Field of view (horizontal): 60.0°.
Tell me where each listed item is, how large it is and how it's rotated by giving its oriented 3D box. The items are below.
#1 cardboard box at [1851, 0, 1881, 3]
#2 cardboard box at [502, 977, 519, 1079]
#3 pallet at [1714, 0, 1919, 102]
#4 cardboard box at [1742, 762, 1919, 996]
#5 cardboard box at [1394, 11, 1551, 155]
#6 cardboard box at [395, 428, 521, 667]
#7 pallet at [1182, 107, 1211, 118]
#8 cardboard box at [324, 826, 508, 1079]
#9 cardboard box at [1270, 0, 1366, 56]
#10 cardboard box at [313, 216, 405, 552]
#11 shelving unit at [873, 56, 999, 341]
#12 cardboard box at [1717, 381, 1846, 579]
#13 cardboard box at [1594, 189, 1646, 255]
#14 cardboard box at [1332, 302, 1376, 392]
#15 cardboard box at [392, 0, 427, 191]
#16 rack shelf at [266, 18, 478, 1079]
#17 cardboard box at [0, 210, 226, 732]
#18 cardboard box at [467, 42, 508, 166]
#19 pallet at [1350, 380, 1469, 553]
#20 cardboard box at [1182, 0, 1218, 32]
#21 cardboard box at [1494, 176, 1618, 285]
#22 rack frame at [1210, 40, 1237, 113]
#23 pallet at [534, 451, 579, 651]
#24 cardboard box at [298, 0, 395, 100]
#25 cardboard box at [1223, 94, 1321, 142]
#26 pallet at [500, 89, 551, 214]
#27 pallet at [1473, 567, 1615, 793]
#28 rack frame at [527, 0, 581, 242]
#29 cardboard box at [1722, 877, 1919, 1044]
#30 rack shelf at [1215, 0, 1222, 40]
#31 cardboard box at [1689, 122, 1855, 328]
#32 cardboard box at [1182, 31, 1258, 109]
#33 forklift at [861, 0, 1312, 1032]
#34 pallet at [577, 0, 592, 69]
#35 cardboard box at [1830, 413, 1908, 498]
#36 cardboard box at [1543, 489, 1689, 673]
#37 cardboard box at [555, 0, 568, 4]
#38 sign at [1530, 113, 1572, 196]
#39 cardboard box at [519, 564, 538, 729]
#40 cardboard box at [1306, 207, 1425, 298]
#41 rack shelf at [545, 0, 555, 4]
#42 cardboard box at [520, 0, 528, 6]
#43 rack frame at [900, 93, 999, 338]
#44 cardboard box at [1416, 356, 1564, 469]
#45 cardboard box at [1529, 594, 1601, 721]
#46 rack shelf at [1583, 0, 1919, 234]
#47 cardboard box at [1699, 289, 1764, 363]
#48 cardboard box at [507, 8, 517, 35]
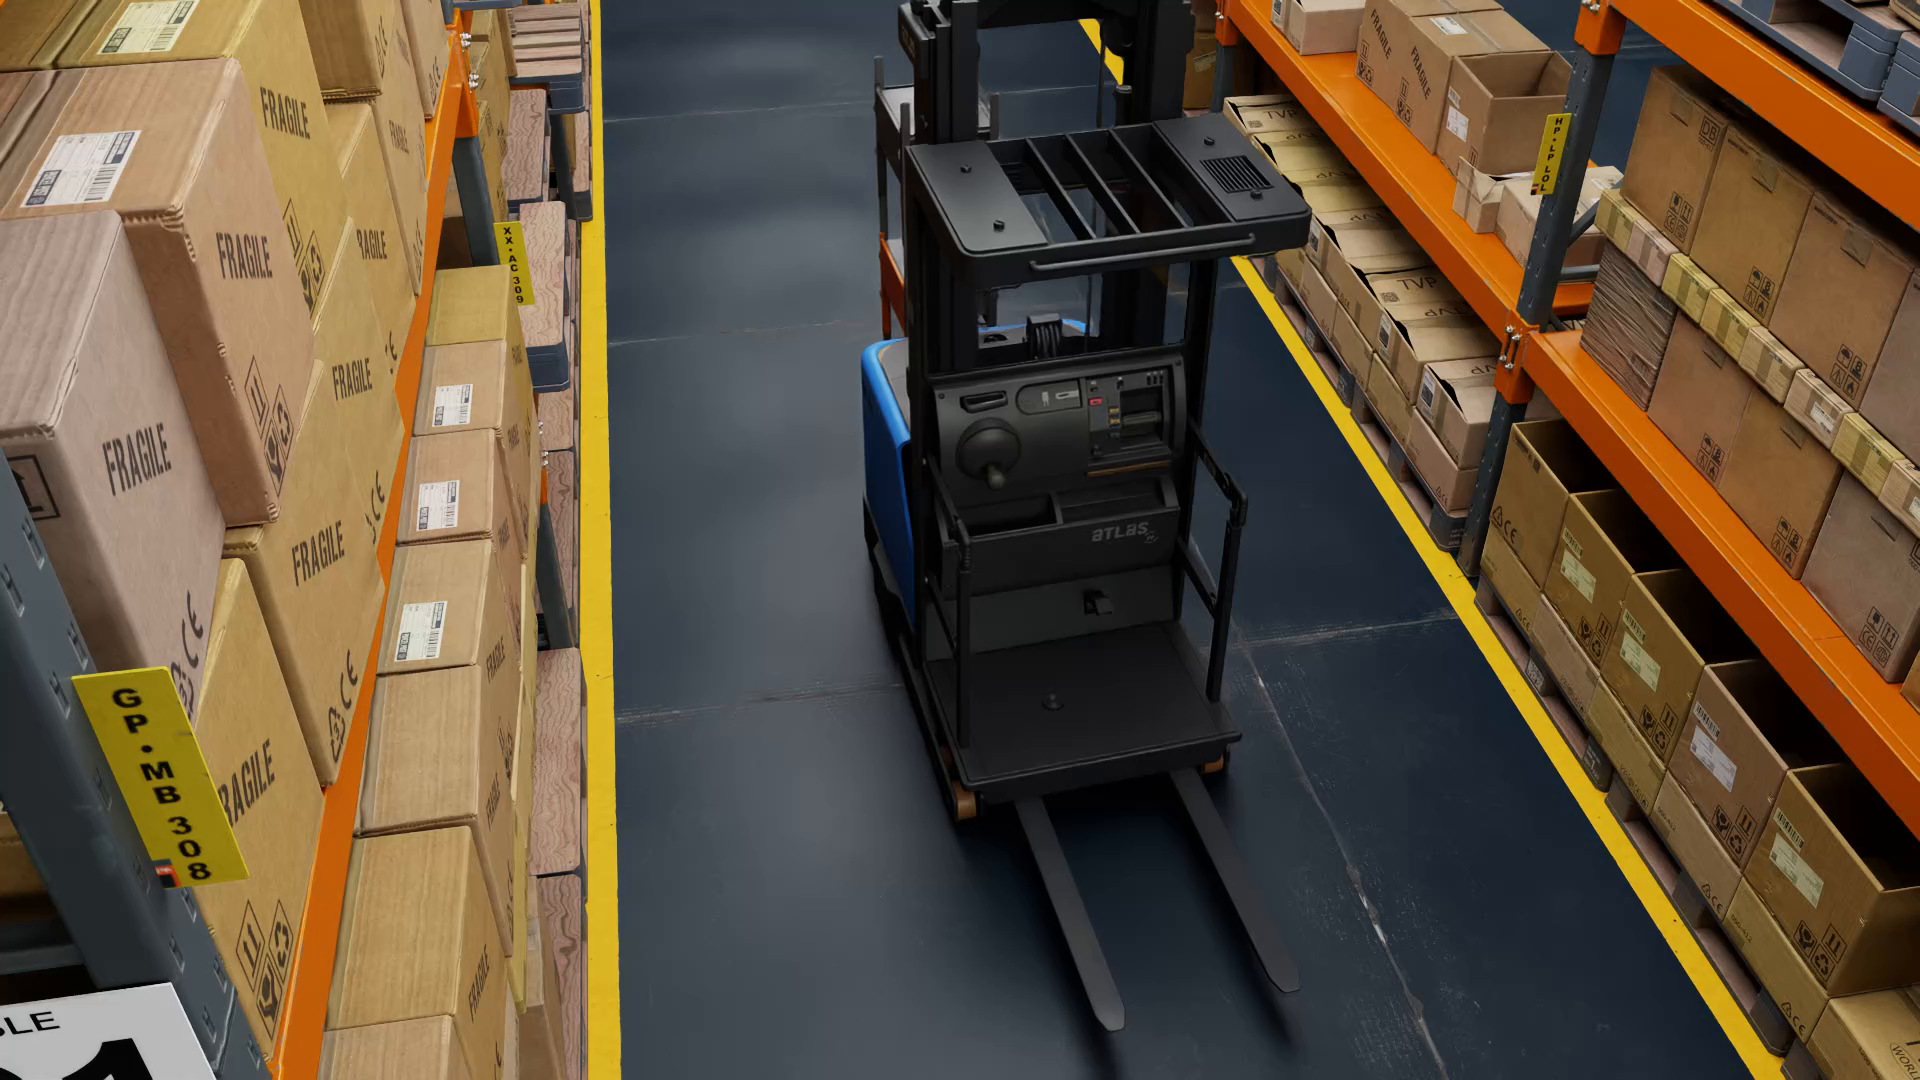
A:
[{"bbox_3d":[2.698,-1.810,4.806,0.500,0.311,0.500,-8,39,-10],"label":"cardboard box"},{"bbox_3d":[-1.279,1.263,3.785,0.500,0.250,0.500,-7,38,-9],"label":"cardboard box"},{"bbox_3d":[2.949,-1.735,5.166,1.003,0.211,1.213,-6,38,-8],"label":"pallet"},{"bbox_3d":[2.899,1.047,5.244,0.500,0.500,0.500,-6,38,-8],"label":"cardboard box"},{"bbox_3d":[2.476,-2.224,8.086,0.500,0.500,0.500,-6,38,-8],"label":"cardboard box"},{"bbox_3d":[-1.544,0.051,4.735,0.500,0.500,0.500,-7,38,-9],"label":"cardboard box"},{"bbox_3d":[1.979,-2.868,11.270,1.003,0.211,1.213,-6,38,-8],"label":"pallet"},{"bbox_3d":[-1.265,0.988,3.528,0.500,0.500,0.500,-6,38,-8],"label":"cardboard box"},{"bbox_3d":[2.039,-2.918,9.134,0.500,0.311,0.500,-7,38,-8],"label":"cardboard box"},{"bbox_3d":[-1.367,-0.249,3.083,0.500,0.500,0.500,-5,38,-6],"label":"cardboard box"},{"bbox_3d":[-0.100,-1.062,7.405,0.431,2.100,0.503,-9,39,-11],"label":"shelving unit"},{"bbox_3d":[3.041,-0.249,5.544,0.700,0.500,0.500,-6,38,-7],"label":"cardboard box"},{"bbox_3d":[2.631,-1.211,6.253,0.380,0.149,0.250,-6,38,-8],"label":"cardboard box"},{"bbox_3d":[2.239,-1.012,8.507,0.500,0.250,0.500,-5,38,-7],"label":"cardboard box"},{"bbox_3d":[-1.694,-1.210,4.319,0.500,0.500,0.500,-9,39,-12],"label":"cardboard box"},{"bbox_3d":[-1.751,-0.256,3.775,1.077,0.370,4.000,-6,38,-8],"label":"rack shelf"},{"bbox_3d":[-1.229,-0.033,1.989,0.500,0.500,0.500,-9,39,-11],"label":"cardboard box"},{"bbox_3d":[-2.395,-1.820,7.208,0.700,0.500,0.500,-1,38,-2],"label":"cardboard box"},{"bbox_3d":[2.607,-0.438,8.141,1.003,0.211,1.213,-6,38,-8],"label":"pallet"},{"bbox_3d":[1.664,-3.570,10.968,0.500,0.250,0.500,-5,38,-6],"label":"cardboard box"},{"bbox_3d":[2.645,-1.332,7.141,0.500,0.250,0.500,-4,38,-5],"label":"cardboard box"},{"bbox_3d":[2.073,-3.514,9.828,1.000,3.000,0.127,-6,38,-8],"label":"rack frame"},{"bbox_3d":[-2.240,0.068,7.490,1.003,0.211,1.213,-6,38,-8],"label":"pallet"},{"bbox_3d":[-1.539,-1.272,3.585,0.500,0.500,0.500,-7,38,-10],"label":"cardboard box"},{"bbox_3d":[1.876,-2.468,9.923,0.500,0.311,0.500,-5,38,-6],"label":"cardboard box"},{"bbox_3d":[-2.416,-1.712,7.665,1.003,0.211,1.213,-6,38,-8],"label":"pallet"},{"bbox_3d":[2.872,0.488,6.950,1.003,0.211,1.213,-6,38,-8],"label":"pallet"},{"bbox_3d":[-2.803,-2.979,9.140,1.000,3.000,0.127,-6,38,-8],"label":"rack frame"},{"bbox_3d":[2.902,1.343,5.475,0.500,0.250,0.500,-6,38,-8],"label":"cardboard box"},{"bbox_3d":[1.722,-4.438,11.604,1.077,0.370,4.000,-6,38,-8],"label":"rack shelf"},{"bbox_3d":[2.948,-1.077,5.553,0.700,0.500,0.500,-6,38,-8],"label":"cardboard box"},{"bbox_3d":[1.678,-3.240,11.155,0.500,0.500,0.500,-5,38,-6],"label":"cardboard box"},{"bbox_3d":[0.423,-0.349,5.810,1.130,2.935,3.031,-9,39,-11],"label":"forklift"},{"bbox_3d":[-3.295,-3.836,12.516,1.003,0.211,1.213,-6,38,-8],"label":"pallet"},{"bbox_3d":[2.906,-0.275,5.049,0.380,0.149,0.250,-7,38,-8],"label":"cardboard box"},{"bbox_3d":[2.643,0.141,6.412,0.500,0.500,0.500,-6,38,-8],"label":"cardboard box"},{"bbox_3d":[-2.950,-3.284,10.942,0.750,0.750,0.750,-6,38,-8],"label":"cardboard box"},{"bbox_3d":[2.242,-1.460,6.305,0.100,0.325,0.005,-6,38,-8],"label":"sign"},{"bbox_3d":[-1.538,0.346,4.966,0.500,0.250,0.500,-6,38,-8],"label":"cardboard box"},{"bbox_3d":[2.154,-1.533,8.720,0.500,0.311,0.500,-7,38,-9],"label":"cardboard box"},{"bbox_3d":[-3.154,-3.903,10.915,1.077,0.370,4.000,-6,38,-8],"label":"rack shelf"},{"bbox_3d":[-2.633,-3.111,9.499,0.380,0.149,0.250,-7,38,-9],"label":"cardboard box"},{"bbox_3d":[-0.040,-0.917,7.219,0.400,2.100,0.015,-9,39,-11],"label":"rack frame"},{"bbox_3d":[2.421,-0.613,7.536,0.500,0.311,0.500,-6,38,-8],"label":"cardboard box"},{"bbox_3d":[2.640,0.437,6.641,0.500,0.250,0.500,-6,38,-8],"label":"cardboard box"},{"bbox_3d":[3.125,-0.791,4.464,1.077,0.370,4.000,-6,38,-8],"label":"rack shelf"},{"bbox_3d":[2.769,-0.745,5.654,0.380,0.149,0.250,-7,38,-8],"label":"cardboard box"},{"bbox_3d":[-2.711,-2.909,8.610,0.700,0.500,0.500,-11,39,-13],"label":"cardboard box"}]
